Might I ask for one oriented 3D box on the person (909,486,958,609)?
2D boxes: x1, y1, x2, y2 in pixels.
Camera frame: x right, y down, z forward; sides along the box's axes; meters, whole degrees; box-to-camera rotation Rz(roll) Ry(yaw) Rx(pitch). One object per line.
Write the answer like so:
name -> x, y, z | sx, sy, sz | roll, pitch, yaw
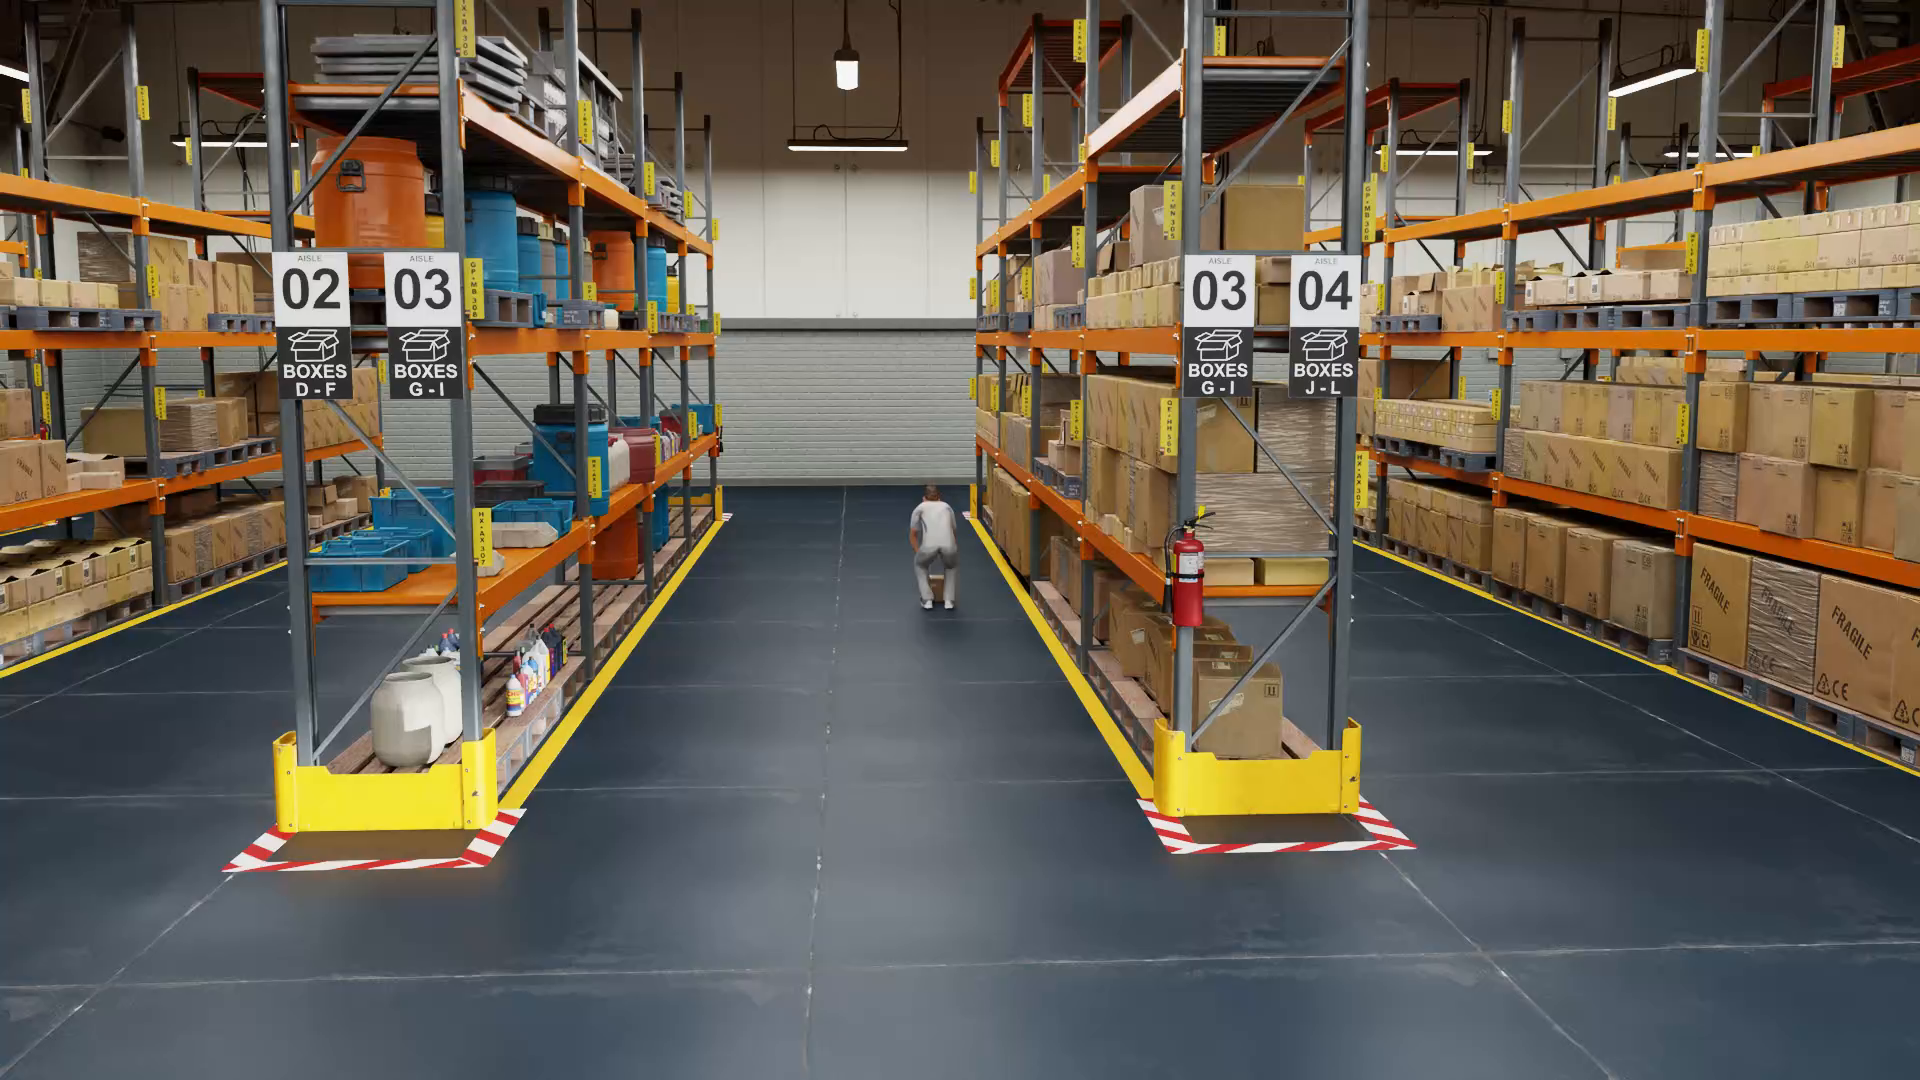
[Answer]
person -> -0.266, 0.080, 17.016 | 0.495, 1.216, 0.720 | 0, 7, -4
